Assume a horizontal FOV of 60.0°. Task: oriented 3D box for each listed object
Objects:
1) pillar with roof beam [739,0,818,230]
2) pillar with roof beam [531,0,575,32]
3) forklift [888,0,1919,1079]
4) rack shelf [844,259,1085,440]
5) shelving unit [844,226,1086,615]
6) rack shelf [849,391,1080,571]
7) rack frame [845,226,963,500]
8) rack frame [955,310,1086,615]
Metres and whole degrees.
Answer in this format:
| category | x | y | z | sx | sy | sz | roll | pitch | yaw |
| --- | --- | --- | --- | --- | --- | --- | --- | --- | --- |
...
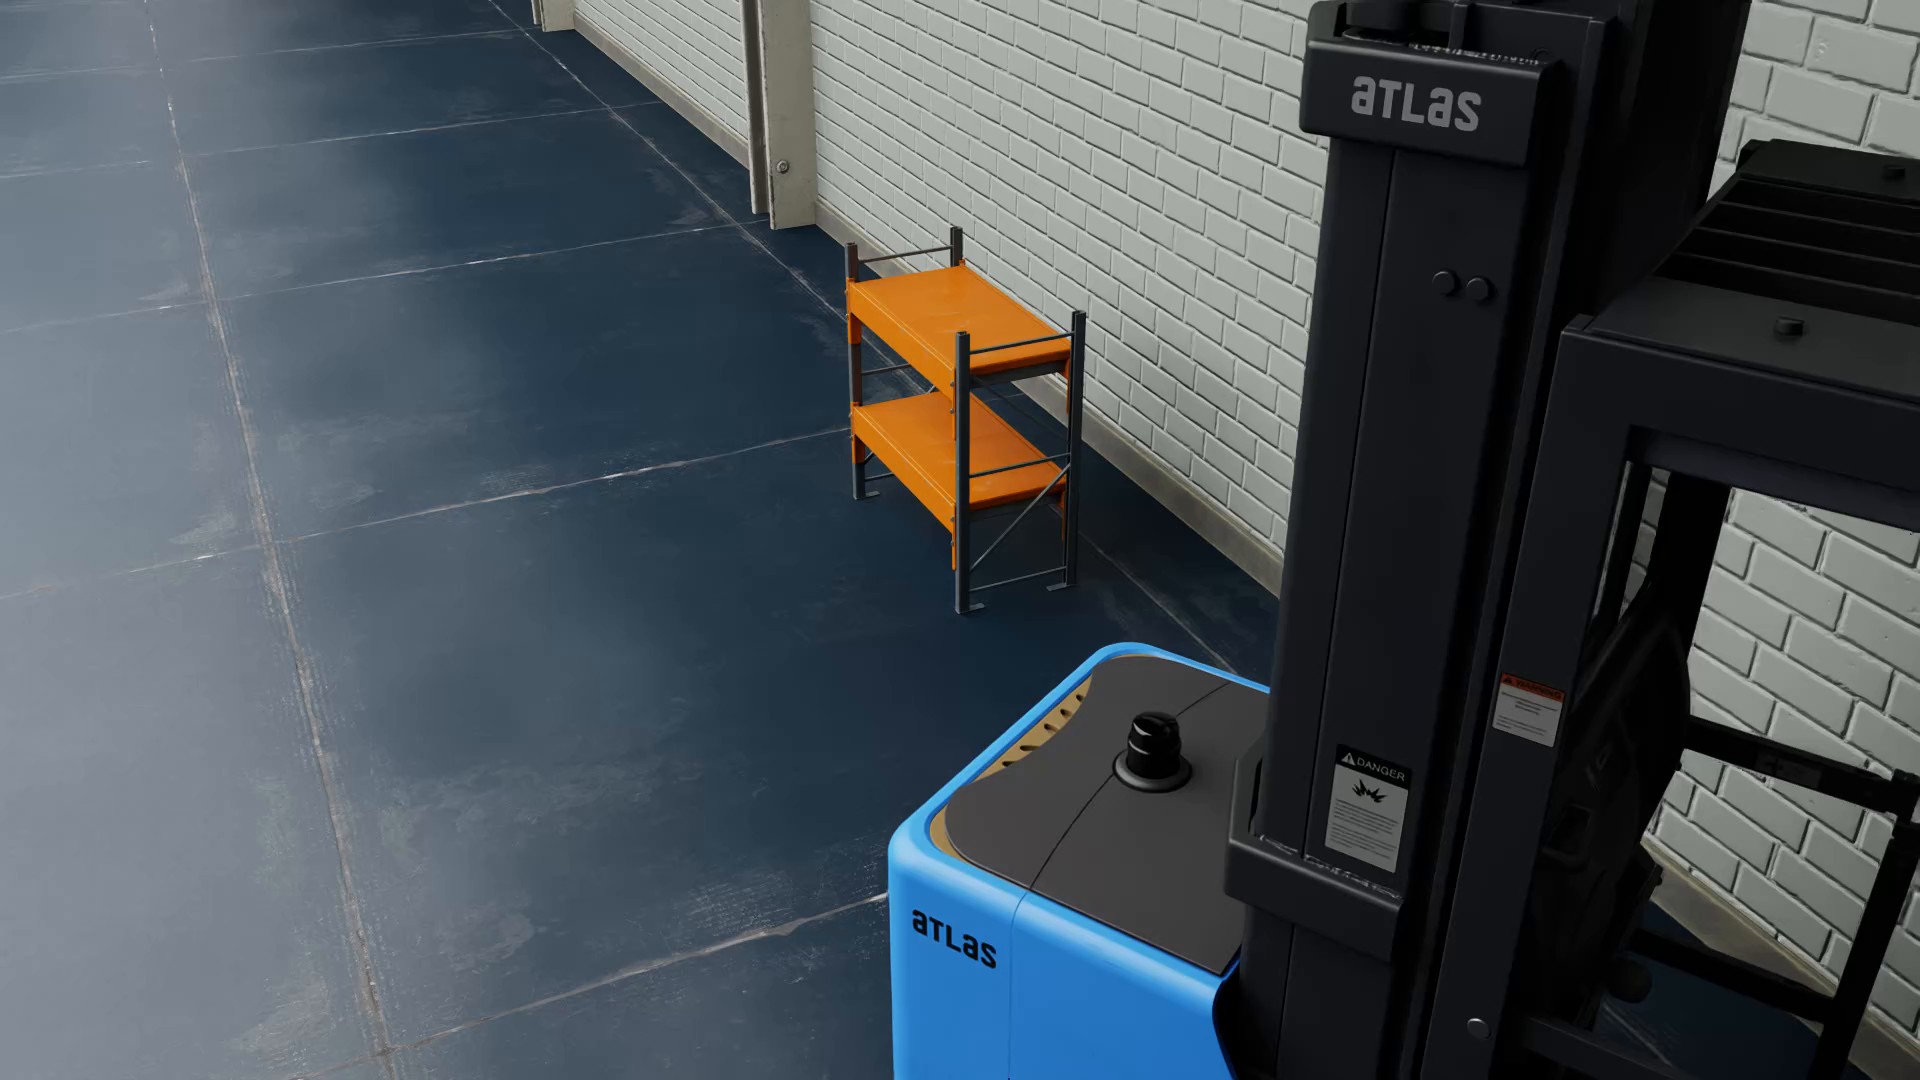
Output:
| category | x | y | z | sx | sy | sz | roll | pitch | yaw |
| --- | --- | --- | --- | --- | --- | --- | --- | --- | --- |
| pillar with roof beam | -4.969 | -5.027 | 6.515 | 9.100 | 9.000 | 0.400 | -13 | 32 | -22 |
| pillar with roof beam | -7.545 | -7.678 | 11.241 | 9.100 | 9.000 | 0.400 | -13 | 32 | -22 |
| forklift | 1.335 | 0.493 | 2.875 | 3.031 | 2.935 | 1.130 | 19 | 34 | 30 |
| rack shelf | -0.003 | -0.749 | 6.337 | 0.538 | 0.278 | 1.000 | -13 | 32 | -22 |
| shelving unit | -0.003 | -0.494 | 6.480 | 0.538 | 1.125 | 1.048 | -13 | 32 | -22 |
| rack shelf | -0.003 | -0.280 | 6.600 | 0.538 | 0.278 | 1.000 | -13 | 32 | -22 |
| rack frame | -0.221 | -0.718 | 6.881 | 0.500 | 1.125 | 0.032 | -13 | 32 | -22 |
| rack frame | 0.215 | -0.269 | 6.080 | 0.500 | 1.125 | 0.032 | -13 | 32 | -22 |
